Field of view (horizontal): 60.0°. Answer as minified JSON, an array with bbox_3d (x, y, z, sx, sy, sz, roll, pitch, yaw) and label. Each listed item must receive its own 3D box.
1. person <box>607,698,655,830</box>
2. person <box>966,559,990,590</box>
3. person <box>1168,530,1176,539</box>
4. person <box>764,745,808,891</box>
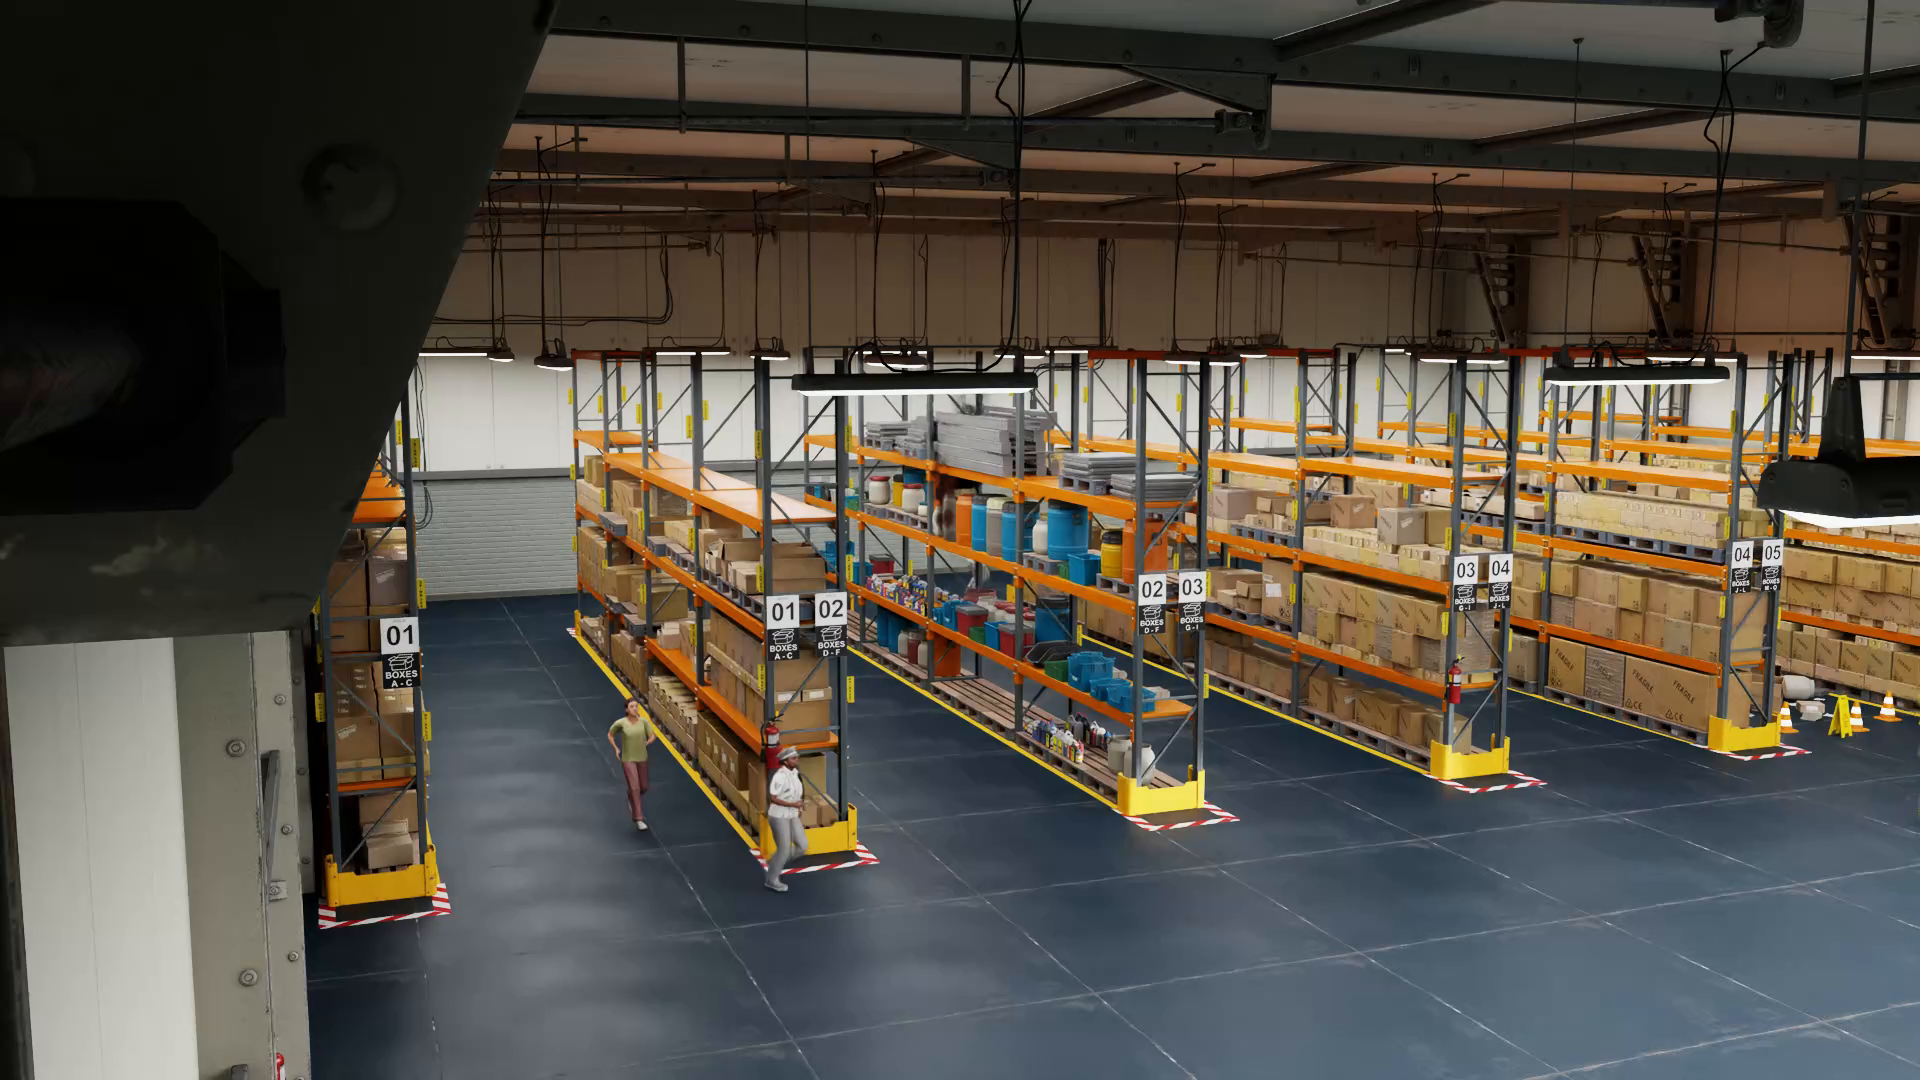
[{"bbox_3d":[-4.213,2.841,21.460,0.586,1.645,0.914,-4,8,-29],"label":"person"},{"bbox_3d":[0.440,0.506,39.813,0.651,1.736,0.639,-1,7,-7],"label":"person"},{"bbox_3d":[4.903,0.648,39.159,0.696,1.718,0.844,-1,7,-9],"label":"person"},{"bbox_3d":[-1.932,3.158,19.023,0.558,1.645,0.595,3,8,26],"label":"person"}]
